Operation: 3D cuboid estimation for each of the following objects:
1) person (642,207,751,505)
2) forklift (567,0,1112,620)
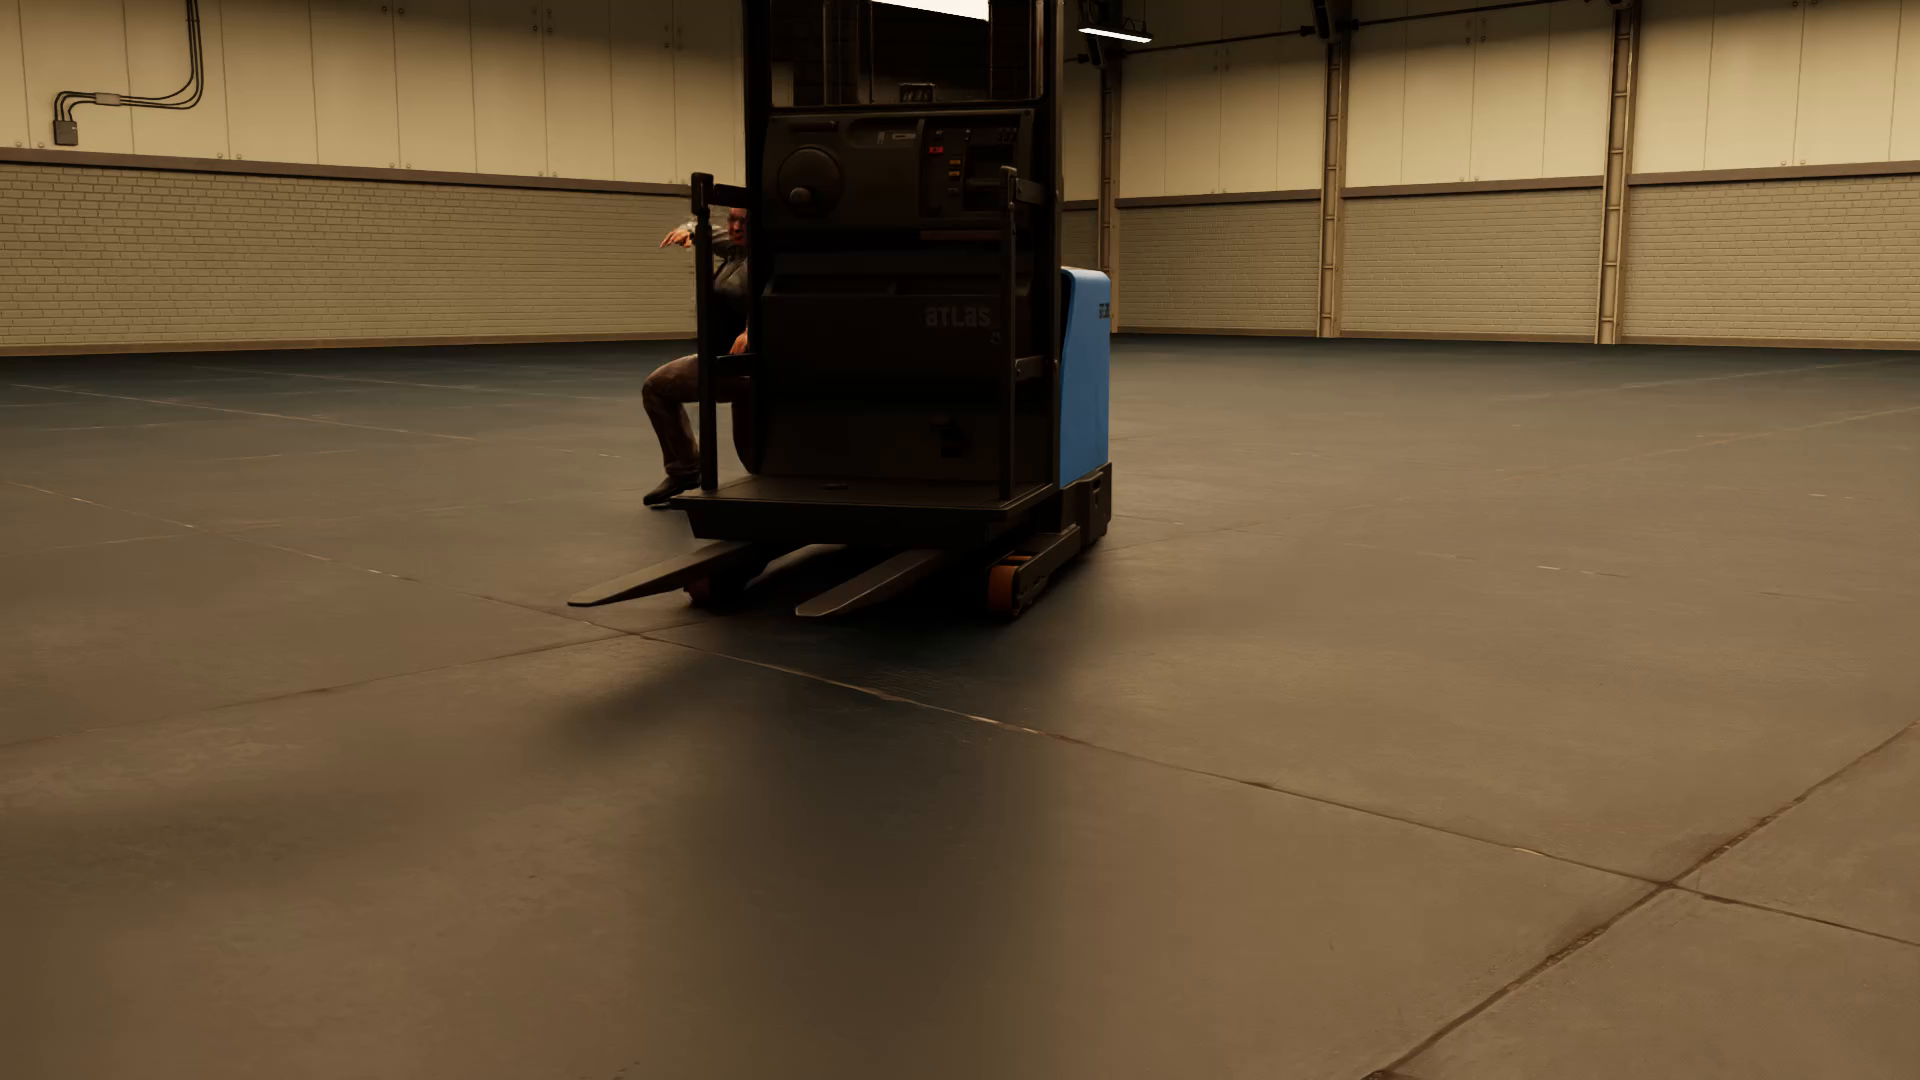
[{"bbox_3d":[-1.091,-0.817,7.336,0.972,1.427,0.887,3,9,21],"label":"person"},{"bbox_3d":[-0.265,-1.274,5.337,1.130,2.935,3.031,2,9,15],"label":"forklift"}]
